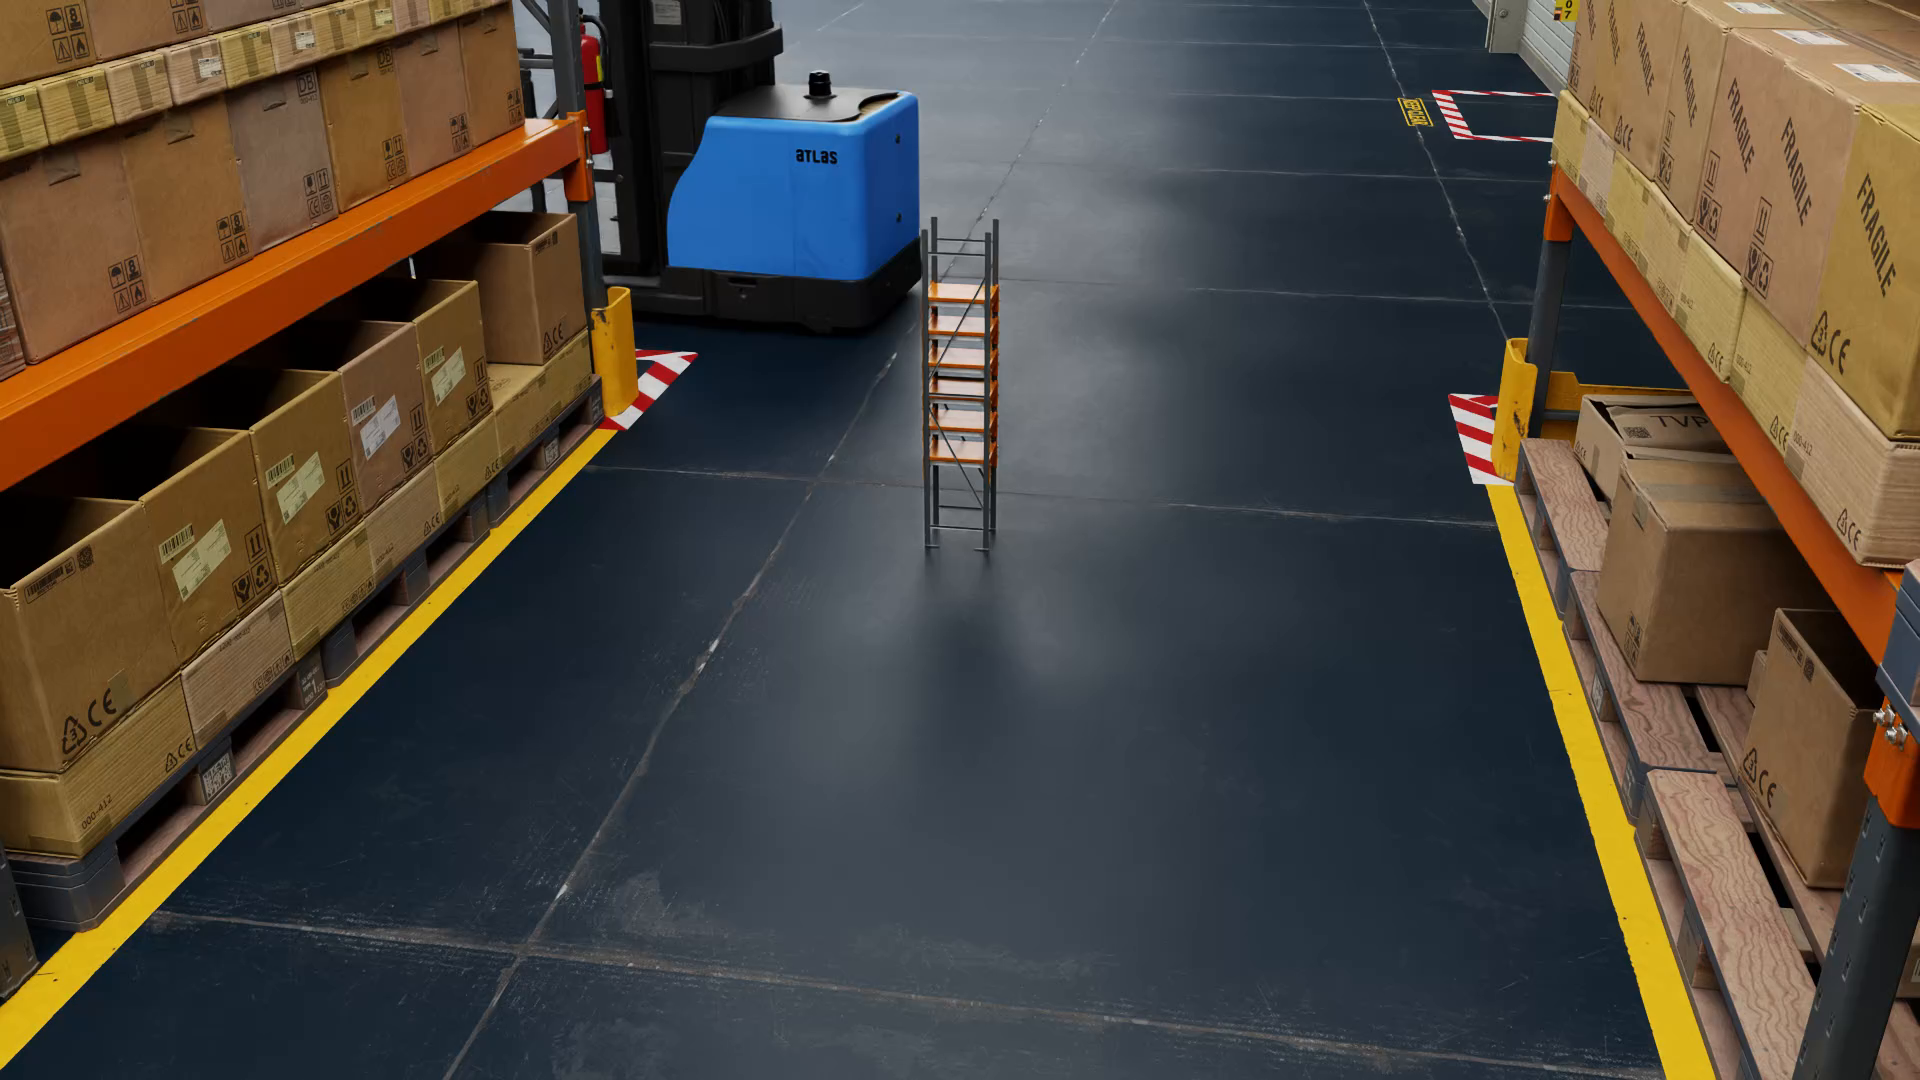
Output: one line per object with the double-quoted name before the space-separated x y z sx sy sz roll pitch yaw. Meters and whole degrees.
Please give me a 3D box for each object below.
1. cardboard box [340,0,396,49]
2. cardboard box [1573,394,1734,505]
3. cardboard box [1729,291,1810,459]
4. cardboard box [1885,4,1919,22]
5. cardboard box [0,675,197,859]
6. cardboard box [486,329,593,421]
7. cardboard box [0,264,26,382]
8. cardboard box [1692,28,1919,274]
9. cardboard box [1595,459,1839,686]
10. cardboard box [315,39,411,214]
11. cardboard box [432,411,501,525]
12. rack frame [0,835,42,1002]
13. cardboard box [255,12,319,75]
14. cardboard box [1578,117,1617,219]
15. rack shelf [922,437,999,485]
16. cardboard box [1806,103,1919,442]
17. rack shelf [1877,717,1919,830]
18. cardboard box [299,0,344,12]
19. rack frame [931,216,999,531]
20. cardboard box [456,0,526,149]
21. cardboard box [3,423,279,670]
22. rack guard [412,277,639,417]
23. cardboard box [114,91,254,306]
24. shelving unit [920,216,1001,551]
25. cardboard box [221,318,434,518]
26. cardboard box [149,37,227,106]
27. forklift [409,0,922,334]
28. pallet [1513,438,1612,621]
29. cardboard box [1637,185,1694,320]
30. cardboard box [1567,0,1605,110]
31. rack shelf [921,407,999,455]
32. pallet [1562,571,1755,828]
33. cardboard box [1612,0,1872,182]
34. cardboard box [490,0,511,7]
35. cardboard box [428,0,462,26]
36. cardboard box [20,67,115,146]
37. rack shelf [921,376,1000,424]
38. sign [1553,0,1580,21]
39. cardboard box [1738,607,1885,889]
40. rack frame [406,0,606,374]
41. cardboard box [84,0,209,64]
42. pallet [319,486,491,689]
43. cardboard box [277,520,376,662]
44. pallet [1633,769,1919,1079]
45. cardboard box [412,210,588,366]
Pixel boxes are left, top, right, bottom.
"cardboard box" -2.122 -1.738 5.542 0.380 0.149 0.250 5 26 10
"cardboard box" 2.607 -0.360 6.134 0.500 0.311 0.500 1 25 3
"cardboard box" 2.023 -0.357 3.627 0.500 0.250 0.500 4 25 9
"cardboard box" 2.687 -1.094 4.317 0.500 0.500 0.500 4 25 9
"cardboard box" -2.358 0.552 4.281 0.500 0.250 0.500 4 25 9
"cardboard box" -1.875 -0.703 6.963 0.500 0.250 0.500 4 25 9
"cardboard box" -2.666 -0.562 3.794 0.700 0.500 0.500 3 25 7
"cardboard box" 2.096 -0.908 3.920 0.500 0.500 0.500 3 25 7
"cardboard box" 2.345 0.096 4.936 0.700 0.500 0.500 2 25 5
"cardboard box" -2.336 -1.427 5.642 0.700 0.500 0.500 4 25 9
"cardboard box" -2.025 -0.284 6.067 0.500 0.250 0.500 4 25 9
"rack frame" -2.732 -0.330 3.418 1.000 3.000 0.127 4 25 9
"cardboard box" -2.205 -1.521 5.077 0.380 0.149 0.250 4 25 8
"cardboard box" 2.345 -1.203 5.434 0.500 0.250 0.500 3 25 7
"rack shelf" 0.002 -0.292 6.129 0.258 0.103 0.180 4 25 9
"cardboard box" 1.927 -0.489 3.024 0.500 0.500 0.500 4 25 8
"rack shelf" 1.828 1.174 1.053 1.077 0.370 4.000 4 25 9
"cardboard box" -2.338 -1.988 5.312 0.700 0.500 0.500 4 25 9
"rack frame" 0.017 -0.588 6.090 0.240 1.200 0.006 4 25 9
"cardboard box" -2.168 -1.854 6.555 0.700 0.500 0.500 4 25 9
"cardboard box" -2.274 0.003 4.568 0.500 0.500 0.500 4 25 9
"rack guard" -2.075 -0.881 7.543 1.175 0.500 0.348 4 25 9
"cardboard box" -2.500 -0.992 4.714 0.700 0.500 0.500 4 25 9
"shelving unit" 0.002 -0.549 6.009 0.258 1.200 0.189 4 25 9
"cardboard box" -2.105 -0.415 5.461 0.500 0.500 0.500 4 25 9
"cardboard box" -2.291 -1.308 4.622 0.380 0.149 0.250 3 25 7
"forklift" -1.782 -2.710 8.583 3.031 2.935 1.130 7 26 15
"pallet" 2.629 -0.030 6.064 1.003 0.211 1.213 4 25 9
"cardboard box" 2.171 -0.779 4.529 0.500 0.250 0.500 4 25 9
"cardboard box" 2.434 -1.764 5.748 0.500 0.500 0.500 4 25 9
"rack shelf" 0.002 -0.401 6.078 0.258 0.103 0.180 4 25 9
"pallet" 2.427 0.479 4.977 1.003 0.211 1.213 4 25 9
"cardboard box" 2.253 -1.342 4.847 0.500 0.500 0.500 3 25 7
"cardboard box" -1.953 -2.169 6.463 0.380 0.149 0.250 4 25 8
"cardboard box" -2.036 -1.953 6.001 0.380 0.149 0.250 4 25 8
"cardboard box" -2.375 -1.091 4.160 0.380 0.149 0.250 4 25 8
"rack shelf" 0.002 -0.509 6.027 0.258 0.103 0.180 4 25 9
"sign" 2.274 -2.091 6.158 0.100 0.325 0.005 4 25 9
"cardboard box" 2.285 0.507 4.058 0.500 0.500 0.500 2 25 5
"rack frame" -2.079 -2.003 6.992 1.000 3.000 0.127 4 25 9
"cardboard box" -2.502 -1.570 4.418 0.700 0.500 0.500 4 25 8
"pallet" -2.364 0.091 5.806 1.003 0.211 1.213 4 25 9
"cardboard box" -2.184 0.134 5.173 0.500 0.250 0.500 4 25 9
"pallet" 2.230 0.991 3.884 1.003 0.211 1.213 4 25 9
"cardboard box" -1.873 -1.043 6.803 0.500 0.500 0.500 4 25 9
